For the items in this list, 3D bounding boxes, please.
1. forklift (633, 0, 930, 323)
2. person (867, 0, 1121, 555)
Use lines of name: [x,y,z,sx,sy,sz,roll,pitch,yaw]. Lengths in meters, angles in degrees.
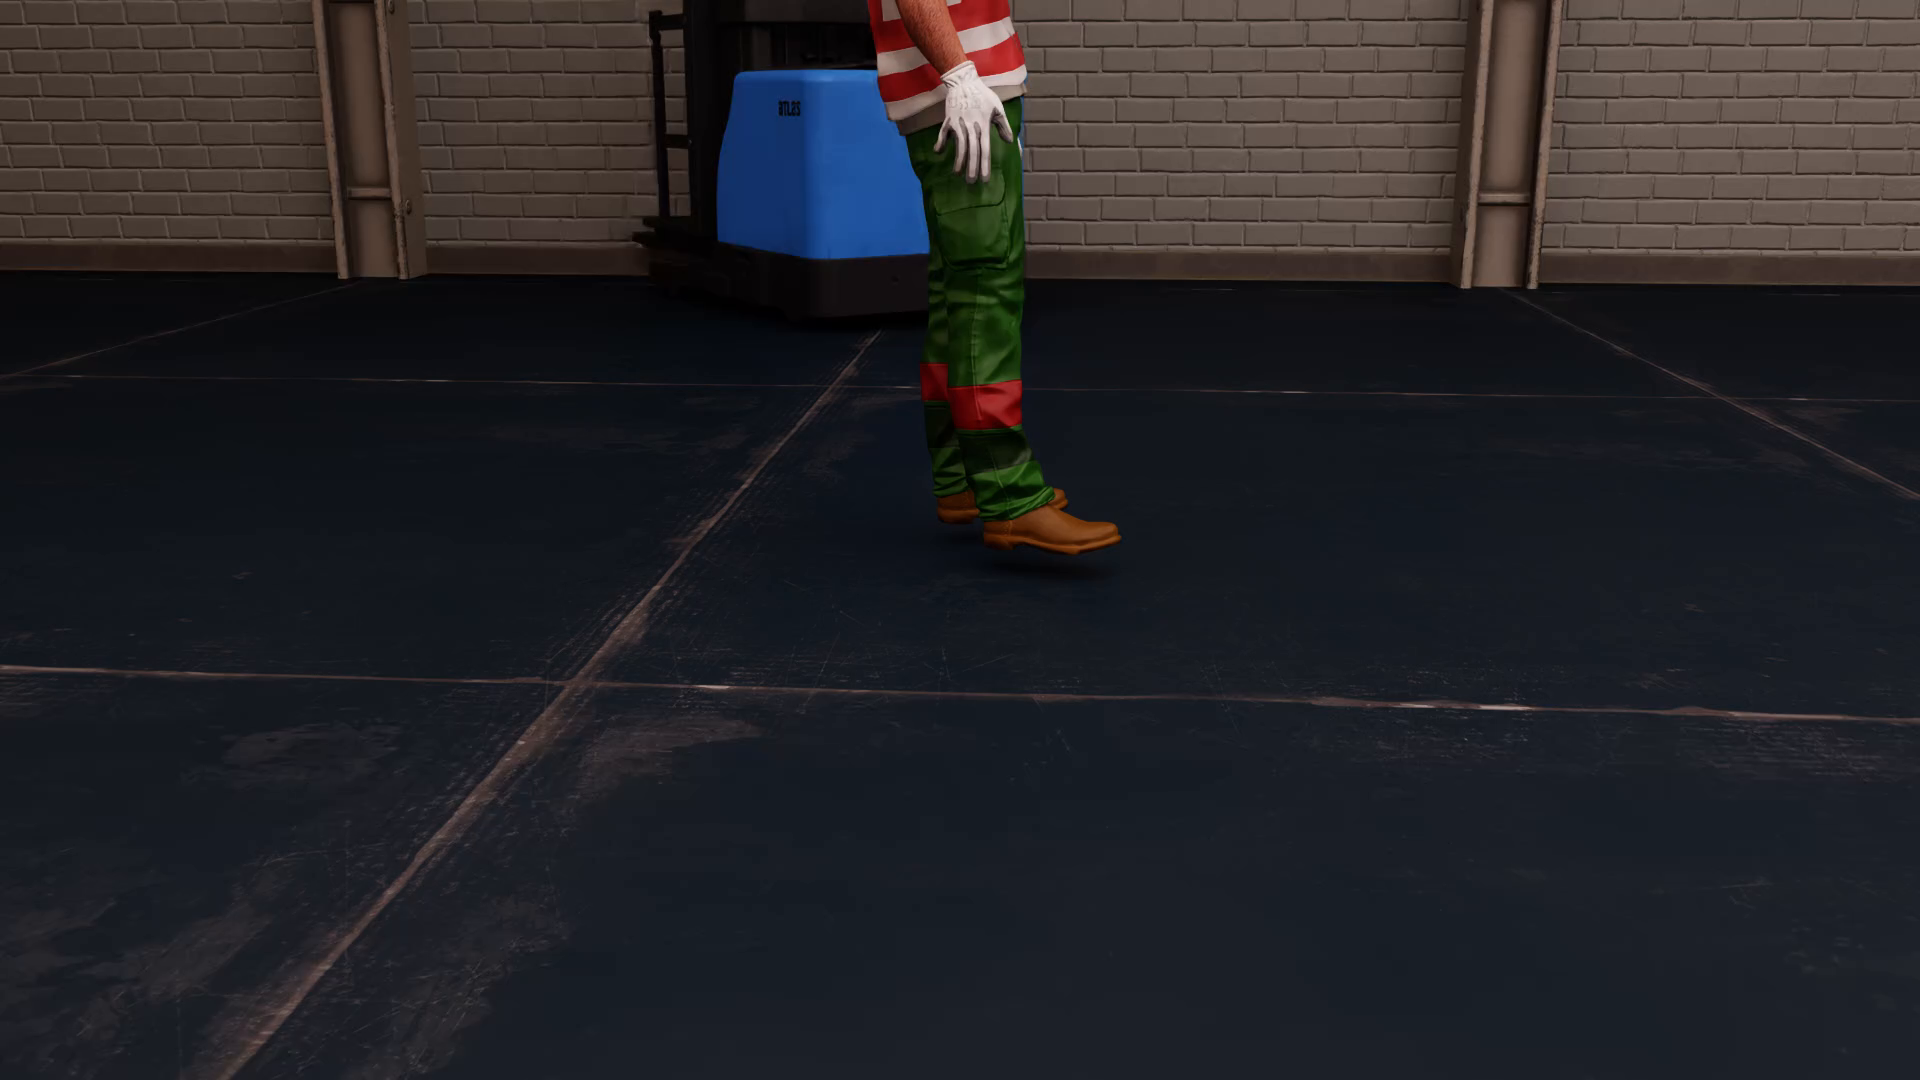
forklift: [-0.920,-2.679,8.084,1.130,2.935,3.031,-9,18,-29]
person: [0.078,-0.904,3.549,0.564,1.787,0.637,1,15,4]
